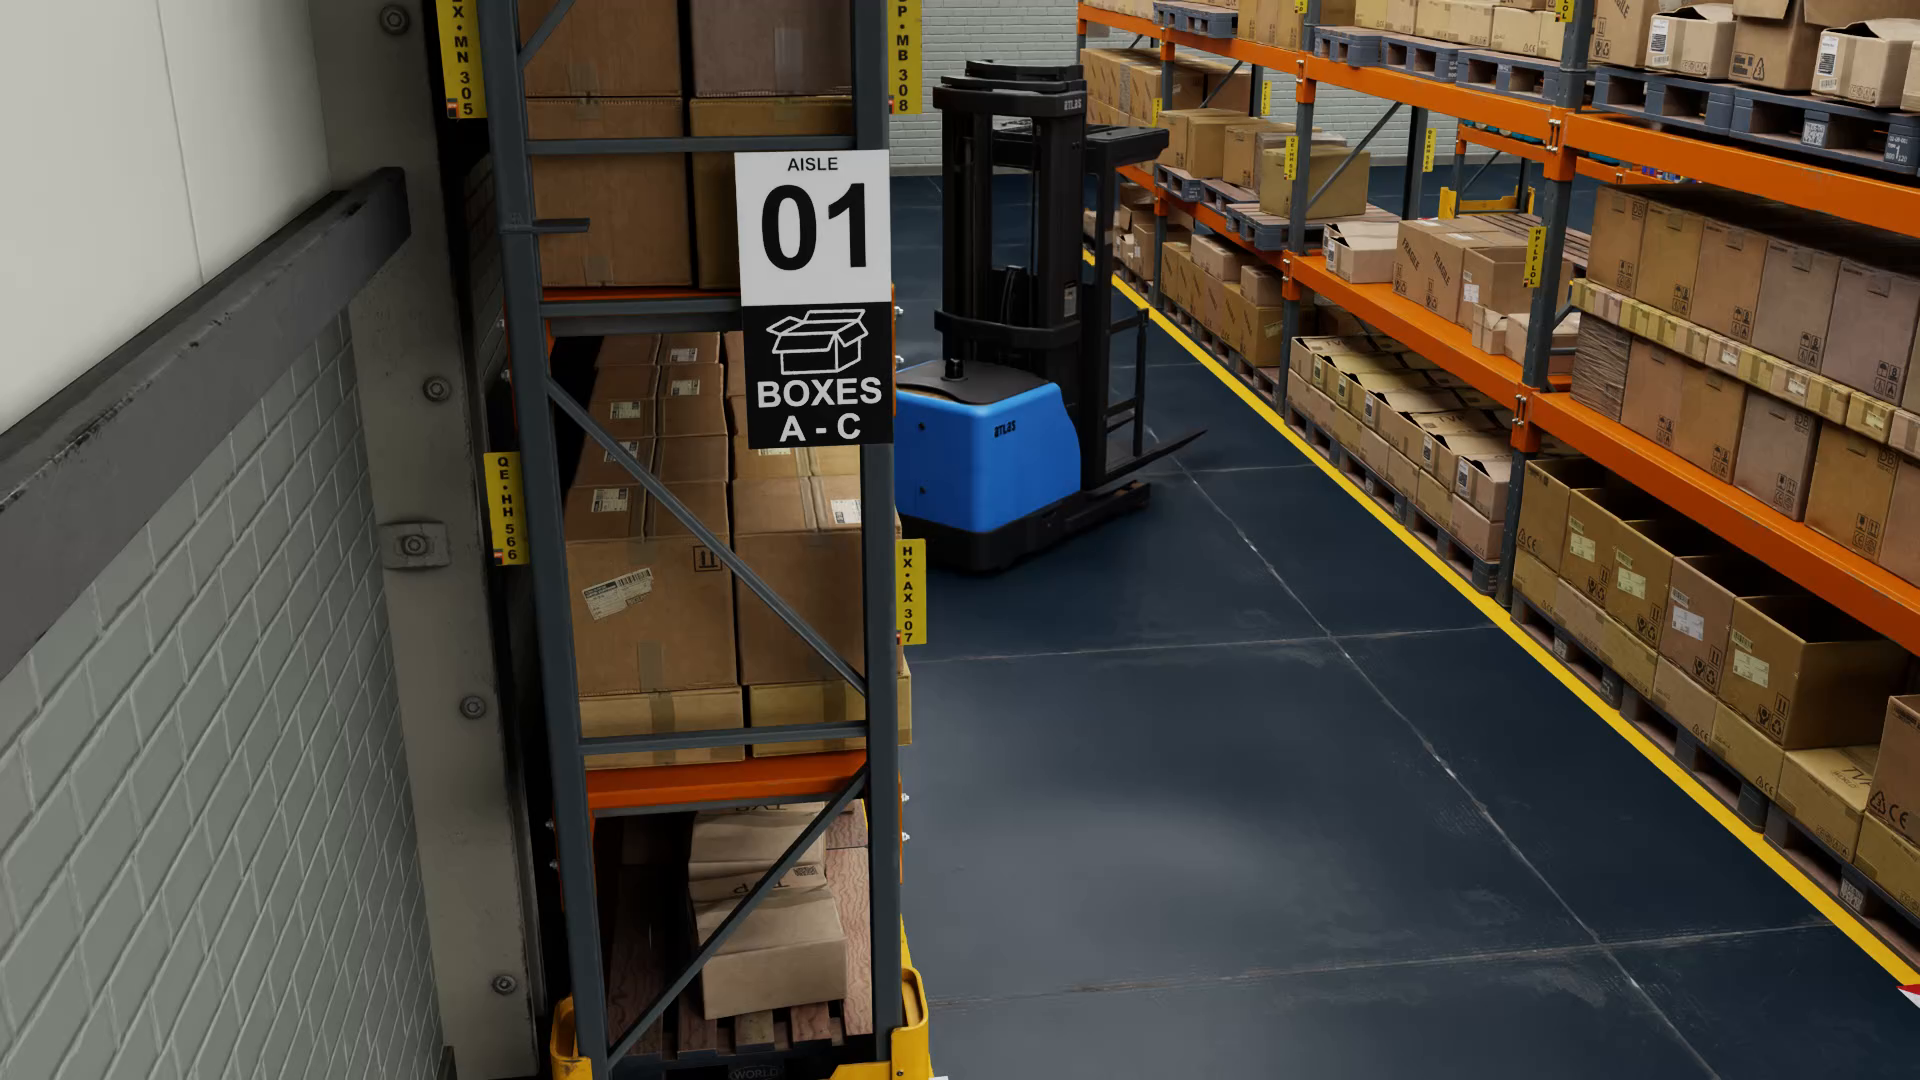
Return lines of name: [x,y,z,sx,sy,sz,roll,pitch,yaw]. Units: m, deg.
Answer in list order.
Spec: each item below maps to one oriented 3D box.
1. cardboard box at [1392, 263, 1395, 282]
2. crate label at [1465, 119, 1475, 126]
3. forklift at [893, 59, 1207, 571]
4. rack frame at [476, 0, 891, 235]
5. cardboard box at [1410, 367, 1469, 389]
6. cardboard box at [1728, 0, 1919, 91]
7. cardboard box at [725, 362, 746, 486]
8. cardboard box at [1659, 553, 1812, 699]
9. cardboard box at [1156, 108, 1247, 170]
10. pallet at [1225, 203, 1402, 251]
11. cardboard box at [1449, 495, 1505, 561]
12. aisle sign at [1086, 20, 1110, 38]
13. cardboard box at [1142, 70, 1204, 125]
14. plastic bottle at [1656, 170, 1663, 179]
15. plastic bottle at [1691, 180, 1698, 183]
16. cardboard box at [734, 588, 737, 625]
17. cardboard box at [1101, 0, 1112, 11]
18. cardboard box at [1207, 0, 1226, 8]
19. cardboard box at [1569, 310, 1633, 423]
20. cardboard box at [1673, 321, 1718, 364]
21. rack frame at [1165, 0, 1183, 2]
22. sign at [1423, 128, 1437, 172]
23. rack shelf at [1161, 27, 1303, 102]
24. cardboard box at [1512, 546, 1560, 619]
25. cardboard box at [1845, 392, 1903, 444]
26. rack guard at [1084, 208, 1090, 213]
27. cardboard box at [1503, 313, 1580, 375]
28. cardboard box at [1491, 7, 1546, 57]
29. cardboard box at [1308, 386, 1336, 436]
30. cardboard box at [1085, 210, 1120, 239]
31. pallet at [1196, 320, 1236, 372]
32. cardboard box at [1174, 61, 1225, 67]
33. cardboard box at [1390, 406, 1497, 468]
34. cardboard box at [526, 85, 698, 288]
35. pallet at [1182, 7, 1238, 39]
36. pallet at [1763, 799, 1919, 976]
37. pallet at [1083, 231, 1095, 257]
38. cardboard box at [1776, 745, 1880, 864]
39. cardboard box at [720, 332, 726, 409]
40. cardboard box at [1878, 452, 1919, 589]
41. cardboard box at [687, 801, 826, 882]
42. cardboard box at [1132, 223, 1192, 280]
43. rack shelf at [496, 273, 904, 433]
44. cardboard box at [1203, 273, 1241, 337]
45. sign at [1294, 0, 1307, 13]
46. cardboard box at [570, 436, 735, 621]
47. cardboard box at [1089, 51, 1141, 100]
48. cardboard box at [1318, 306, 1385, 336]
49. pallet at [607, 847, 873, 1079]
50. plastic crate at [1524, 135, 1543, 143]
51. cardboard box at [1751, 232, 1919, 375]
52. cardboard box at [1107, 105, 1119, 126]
cardboard box: [3.303,-1.880,11.822,0.380,0.149,0.250,-1,21,-4]
crate label: [6.522,-5.302,20.780,0.416,0.233,0.303,-3,21,-8]
forklift: [0.643,-1.637,10.911,1.130,2.935,3.031,15,25,35]
rack frame: [-0.685,-2.226,3.814,1.000,3.000,0.127,-3,21,-8]
cardboard box: [3.534,-1.084,11.861,0.500,0.311,0.500,-3,21,-8]
cardboard box: [3.753,-2.191,7.060,0.797,0.503,0.637,-1,20,-2]
cardboard box: [-0.672,-0.415,6.655,0.500,0.500,0.500,-2,21,-6]
cardboard box: [3.616,0.384,7.659,0.500,0.500,0.500,-3,21,-8]
cardboard box: [2.334,-3.890,16.100,0.700,0.500,0.500,-10,23,-26]
pallet: [2.897,-2.578,13.605,1.213,0.211,1.003,-3,21,-8]
cardboard box: [3.294,-0.089,9.997,0.500,0.250,0.500,-3,21,-8]
aisle sign: [1.610,-6.433,19.937,0.394,0.787,0.004,-3,21,-8]
cardboard box: [2.158,-4.499,16.902,0.500,0.500,0.500,-3,21,-7]
plastic bottle: [7.074,-3.743,16.735,0.097,0.201,0.097,0,20,0]
plastic bottle: [7.148,-3.559,16.126,0.061,0.283,0.133,-3,21,-8]
cardboard box: [-1.028,0.314,5.774,0.500,0.250,0.500,-2,21,-6]
cardboard box: [1.866,-6.004,18.431,0.500,0.250,0.500,-3,21,-8]
cardboard box: [2.606,-5.109,14.934,0.600,0.600,0.600,-3,21,-8]
cardboard box: [3.711,-0.945,8.817,0.700,0.500,0.500,-3,21,-9]
cardboard box: [3.636,-0.946,7.891,0.380,0.149,0.250,-4,21,-10]
rack frame: [2.487,-6.632,15.611,1.000,3.000,0.127,-3,21,-8]
sign: [3.612,-3.008,12.828,0.100,0.325,0.005,-3,21,-8]
rack shelf: [2.775,-4.197,14.408,1.077,0.370,4.000,-3,21,-8]
cardboard box: [3.407,0.216,9.181,0.500,0.250,0.500,-3,21,-8]
cardboard box: [3.825,-0.497,6.690,0.380,0.149,0.250,-2,21,-6]
rack guard: [1.921,-4.009,20.736,1.175,0.500,0.348,-3,21,-8]
cardboard box: [3.526,-1.150,9.721,0.500,0.250,0.500,-2,21,-4]
cardboard box: [3.479,-2.987,9.754,0.500,0.250,0.500,-5,21,-13]
cardboard box: [2.922,-0.975,12.369,0.500,0.250,0.500,-3,21,-9]
cardboard box: [1.780,-3.749,19.767,0.500,0.250,0.500,-3,21,-8]
pallet: [2.821,-1.812,15.266,1.003,0.211,1.213,-3,21,-8]
cardboard box: [2.549,-4.871,17.898,0.500,0.500,0.500,-4,21,-9]
cardboard box: [3.147,-0.701,10.835,0.500,0.311,0.500,-3,21,-8]
cardboard box: [-0.995,-1.009,4.671,0.500,0.500,0.500,-1,21,-4]
pallet: [2.664,-4.550,14.594,1.213,0.211,1.003,-3,21,-8]
pallet: [4.065,1.377,6.728,1.003,0.211,1.213,-3,21,-8]
pallet: [2.037,-3.598,20.047,1.003,0.211,1.213,-3,21,-8]
cardboard box: [3.763,1.081,6.863,0.500,0.250,0.500,-3,21,-8]
cardboard box: [-1.400,-0.918,8.000,0.500,0.500,0.500,-3,21,-9]
cardboard box: [4.082,-0.057,6.440,0.700,0.500,0.500,-2,21,-6]
cardboard box: [-0.777,1.196,6.440,0.500,0.311,0.500,-1,21,-3]
cardboard box: [2.124,-3.040,17.511,0.500,0.500,0.500,-3,21,-8]
rack shelf: [-0.973,-1.176,6.319,1.077,0.370,4.000,-3,21,-8]
cardboard box: [2.541,-2.144,15.114,0.500,0.500,0.500,-4,21,-10]
sign: [2.526,-4.057,12.266,0.100,0.325,0.005,-3,21,-8]
cardboard box: [-1.026,-0.033,5.632,0.500,0.500,0.500,-3,21,-7]
cardboard box: [1.796,-5.374,19.246,0.500,0.500,0.500,-3,21,-7]
cardboard box: [3.281,-1.644,13.774,0.500,0.500,0.500,-2,21,-5]
pallet: [-0.778,1.581,6.180,1.003,0.211,1.213,-3,21,-8]
plastic crate: [6.756,-4.743,19.281,0.416,0.233,0.300,-3,21,-8]
cardboard box: [3.928,-1.032,7.194,0.700,0.500,0.500,-3,21,-8]
cardboard box: [1.933,-4.561,18.497,0.500,0.500,0.500,-3,21,-7]
